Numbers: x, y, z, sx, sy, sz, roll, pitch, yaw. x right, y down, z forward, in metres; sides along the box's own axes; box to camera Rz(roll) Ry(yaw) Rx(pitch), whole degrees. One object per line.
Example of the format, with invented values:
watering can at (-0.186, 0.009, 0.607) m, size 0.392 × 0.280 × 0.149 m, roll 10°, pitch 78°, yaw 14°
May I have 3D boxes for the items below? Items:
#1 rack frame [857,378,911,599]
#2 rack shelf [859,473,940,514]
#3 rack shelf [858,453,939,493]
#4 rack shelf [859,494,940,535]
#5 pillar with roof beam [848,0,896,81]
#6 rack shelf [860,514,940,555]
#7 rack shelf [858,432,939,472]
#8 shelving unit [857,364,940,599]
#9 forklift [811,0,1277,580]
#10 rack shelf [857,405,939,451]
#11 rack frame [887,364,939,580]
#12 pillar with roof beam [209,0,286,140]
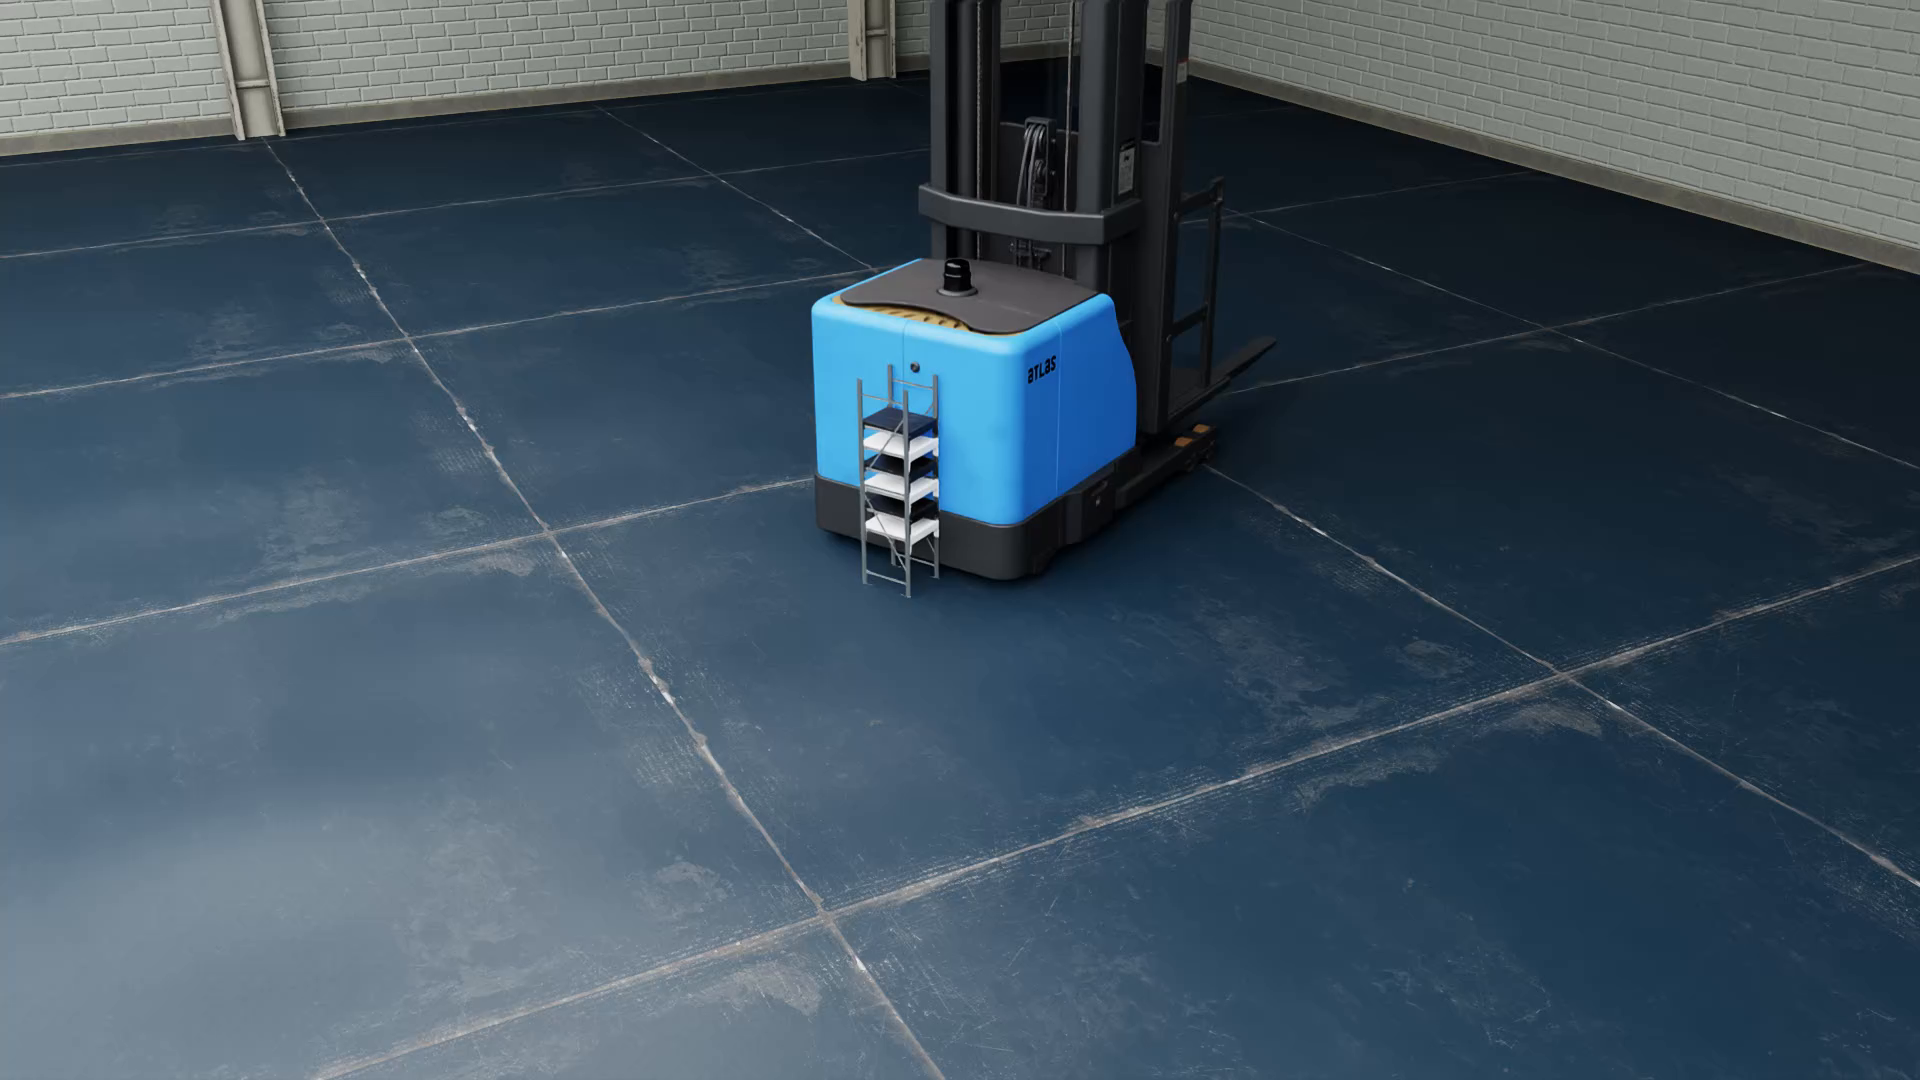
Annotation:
rack frame at (-0.301, -0.196, 6.619) m, size 0.240 × 0.900 × 0.006 m, roll 16°, pitch 30°, yaw 30°
rack shelf at (-0.245, -0.203, 6.710) m, size 0.258 × 0.077 × 0.200 m, roll 16°, pitch 30°, yaw 30°
rack shelf at (-0.245, -0.284, 6.671) m, size 0.258 × 0.077 × 0.200 m, roll 16°, pitch 30°, yaw 30°
rack shelf at (-0.245, -0.122, 6.749) m, size 0.258 × 0.077 × 0.200 m, roll 16°, pitch 30°, yaw 30°
pillar with roof beam at (1.123, -7.225, 11.901) m, size 0.400 × 9.000 × 9.100 m, roll -13°, pitch 29°, yaw -25°
rack shelf at (-0.245, -0.041, 6.788) m, size 0.258 × 0.077 × 0.200 m, roll 16°, pitch 30°, yaw 30°
rack shelf at (-0.245, -0.365, 6.632) m, size 0.258 × 0.077 × 0.200 m, roll 16°, pitch 30°, yaw 30°
shelving unit at (-0.245, -0.233, 6.695) m, size 0.258 × 0.900 × 0.210 m, roll 16°, pitch 30°, yaw 30°
forklift at (0.606, -1.747, 7.503) m, size 1.130 × 2.935 × 3.031 m, roll 16°, pitch 30°, yaw 30°
rack shelf at (-0.245, -0.446, 6.593) m, size 0.258 × 0.077 × 0.200 m, roll 16°, pitch 30°, yaw 30°
rack frame at (-0.189, -0.270, 6.772) m, size 0.240 × 0.900 × 0.006 m, roll 16°, pitch 30°, yaw 30°
pillar with roof beam at (-4.172, -6.003, 9.356) m, size 0.400 × 9.000 × 9.100 m, roll -13°, pitch 29°, yaw -25°
